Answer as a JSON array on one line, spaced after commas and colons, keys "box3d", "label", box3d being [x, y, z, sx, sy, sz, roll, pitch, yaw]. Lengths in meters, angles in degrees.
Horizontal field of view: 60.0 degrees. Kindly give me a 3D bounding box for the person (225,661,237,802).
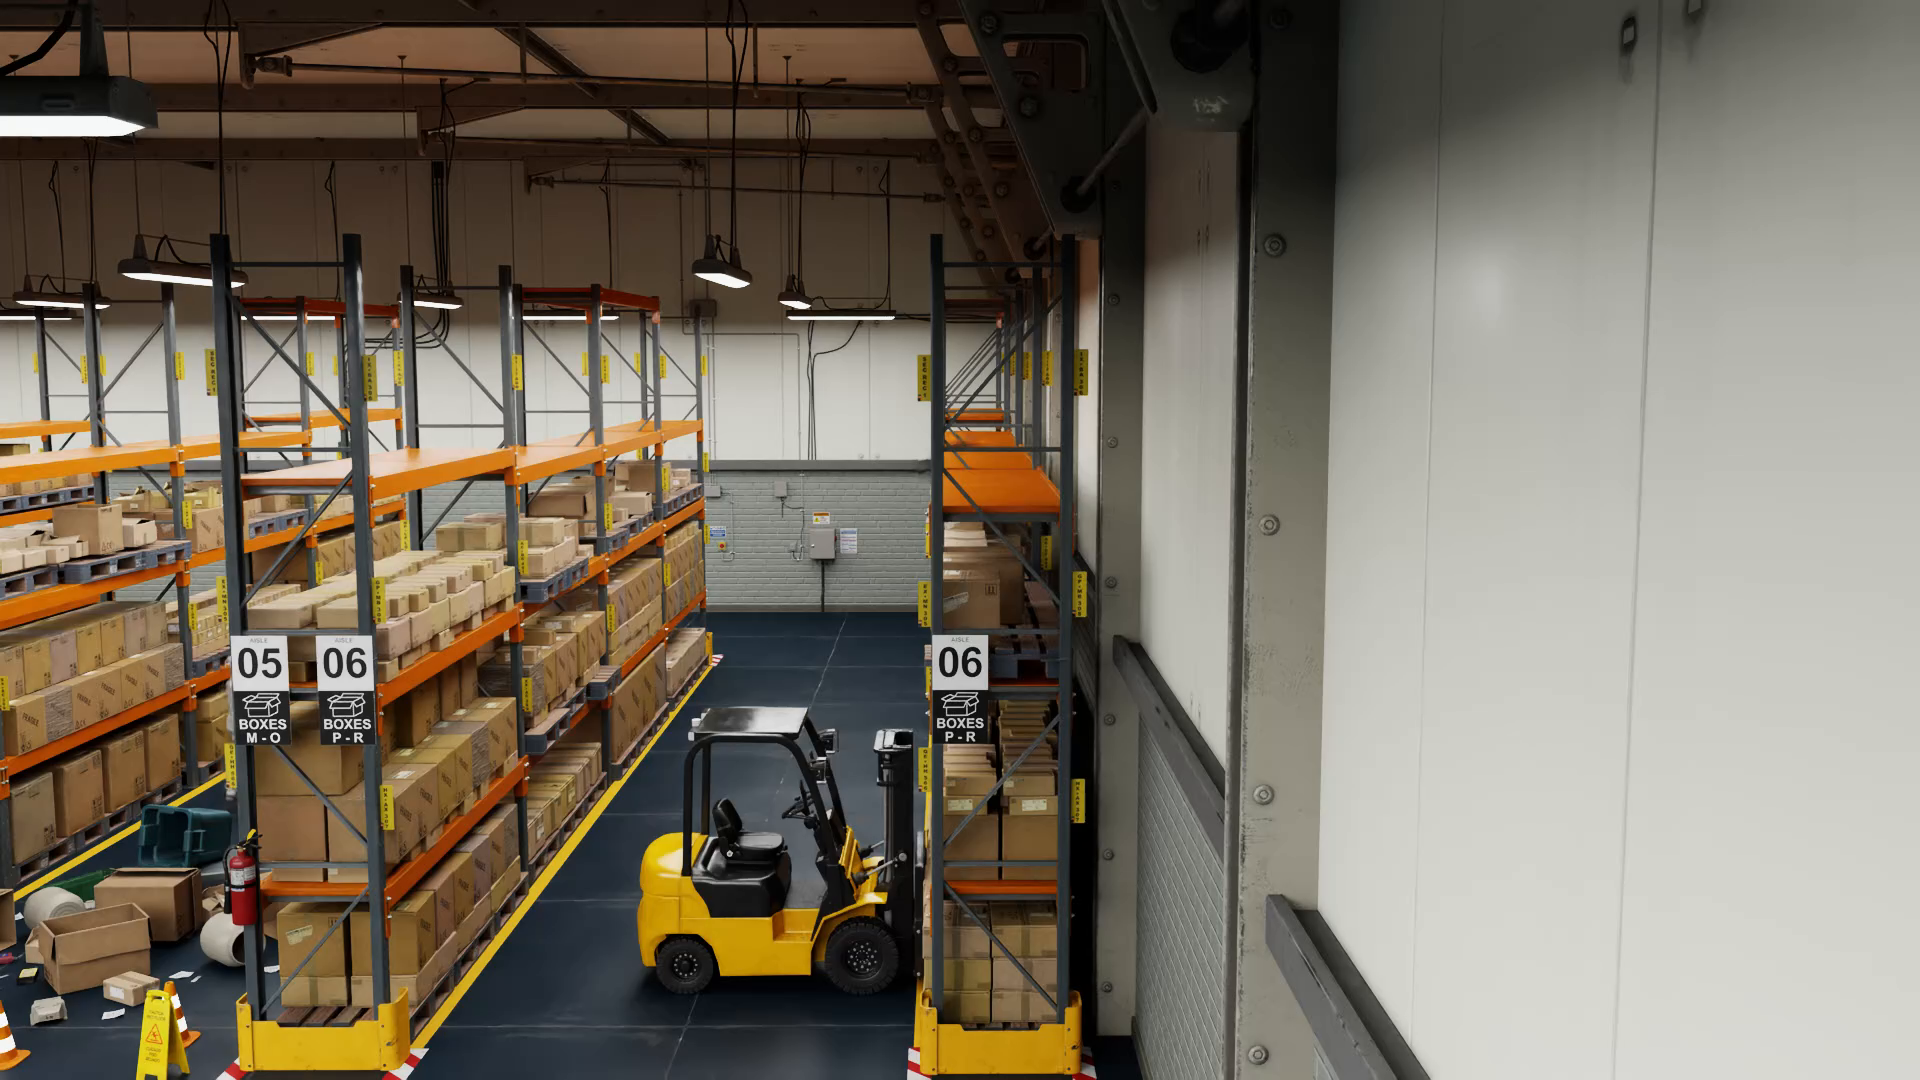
[{"box3d": [-8.155, 2.186, 19.008, 0.571, 1.794, 0.486, 5, 8, 37], "label": "person"}]
